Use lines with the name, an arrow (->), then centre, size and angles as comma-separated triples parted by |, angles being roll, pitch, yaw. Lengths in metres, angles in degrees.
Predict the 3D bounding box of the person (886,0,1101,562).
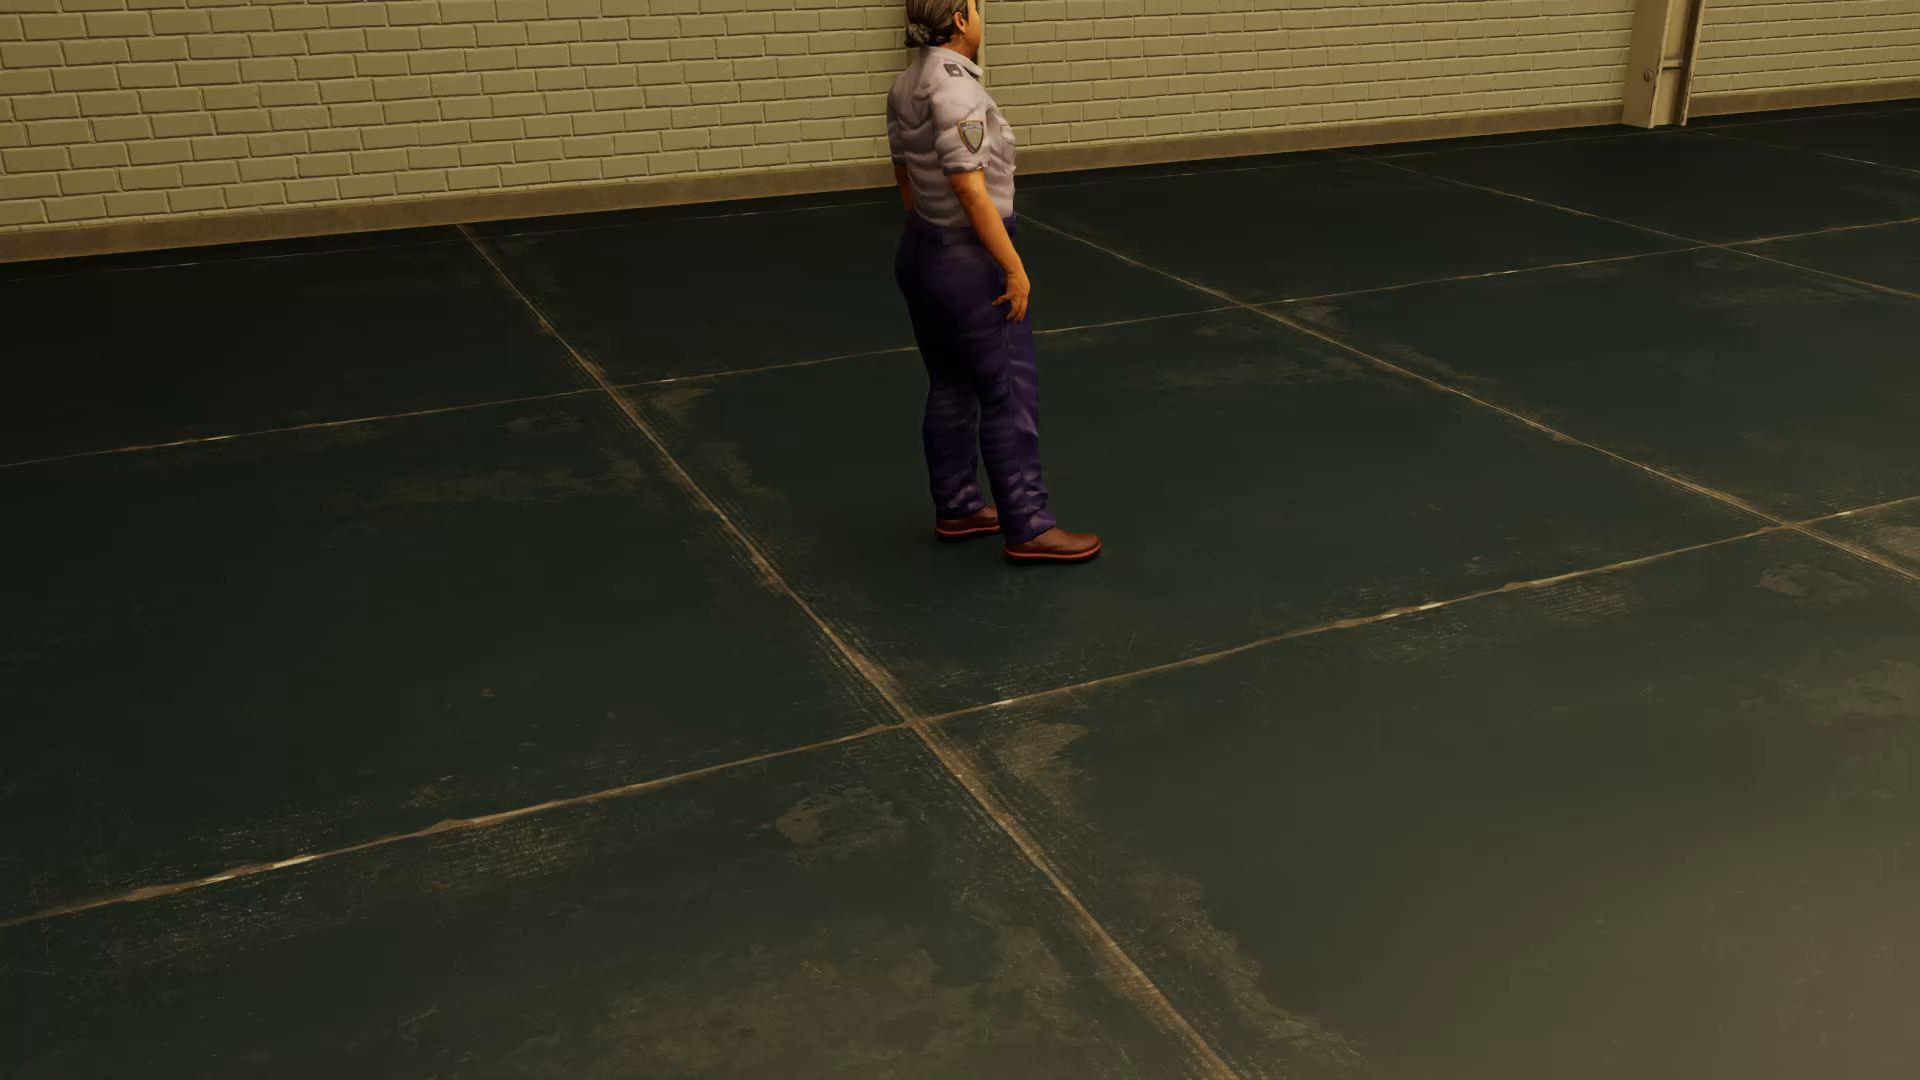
person -> 0.091, -0.775, 4.803 | 0.503, 1.651, 0.598 | -10, 25, -23
